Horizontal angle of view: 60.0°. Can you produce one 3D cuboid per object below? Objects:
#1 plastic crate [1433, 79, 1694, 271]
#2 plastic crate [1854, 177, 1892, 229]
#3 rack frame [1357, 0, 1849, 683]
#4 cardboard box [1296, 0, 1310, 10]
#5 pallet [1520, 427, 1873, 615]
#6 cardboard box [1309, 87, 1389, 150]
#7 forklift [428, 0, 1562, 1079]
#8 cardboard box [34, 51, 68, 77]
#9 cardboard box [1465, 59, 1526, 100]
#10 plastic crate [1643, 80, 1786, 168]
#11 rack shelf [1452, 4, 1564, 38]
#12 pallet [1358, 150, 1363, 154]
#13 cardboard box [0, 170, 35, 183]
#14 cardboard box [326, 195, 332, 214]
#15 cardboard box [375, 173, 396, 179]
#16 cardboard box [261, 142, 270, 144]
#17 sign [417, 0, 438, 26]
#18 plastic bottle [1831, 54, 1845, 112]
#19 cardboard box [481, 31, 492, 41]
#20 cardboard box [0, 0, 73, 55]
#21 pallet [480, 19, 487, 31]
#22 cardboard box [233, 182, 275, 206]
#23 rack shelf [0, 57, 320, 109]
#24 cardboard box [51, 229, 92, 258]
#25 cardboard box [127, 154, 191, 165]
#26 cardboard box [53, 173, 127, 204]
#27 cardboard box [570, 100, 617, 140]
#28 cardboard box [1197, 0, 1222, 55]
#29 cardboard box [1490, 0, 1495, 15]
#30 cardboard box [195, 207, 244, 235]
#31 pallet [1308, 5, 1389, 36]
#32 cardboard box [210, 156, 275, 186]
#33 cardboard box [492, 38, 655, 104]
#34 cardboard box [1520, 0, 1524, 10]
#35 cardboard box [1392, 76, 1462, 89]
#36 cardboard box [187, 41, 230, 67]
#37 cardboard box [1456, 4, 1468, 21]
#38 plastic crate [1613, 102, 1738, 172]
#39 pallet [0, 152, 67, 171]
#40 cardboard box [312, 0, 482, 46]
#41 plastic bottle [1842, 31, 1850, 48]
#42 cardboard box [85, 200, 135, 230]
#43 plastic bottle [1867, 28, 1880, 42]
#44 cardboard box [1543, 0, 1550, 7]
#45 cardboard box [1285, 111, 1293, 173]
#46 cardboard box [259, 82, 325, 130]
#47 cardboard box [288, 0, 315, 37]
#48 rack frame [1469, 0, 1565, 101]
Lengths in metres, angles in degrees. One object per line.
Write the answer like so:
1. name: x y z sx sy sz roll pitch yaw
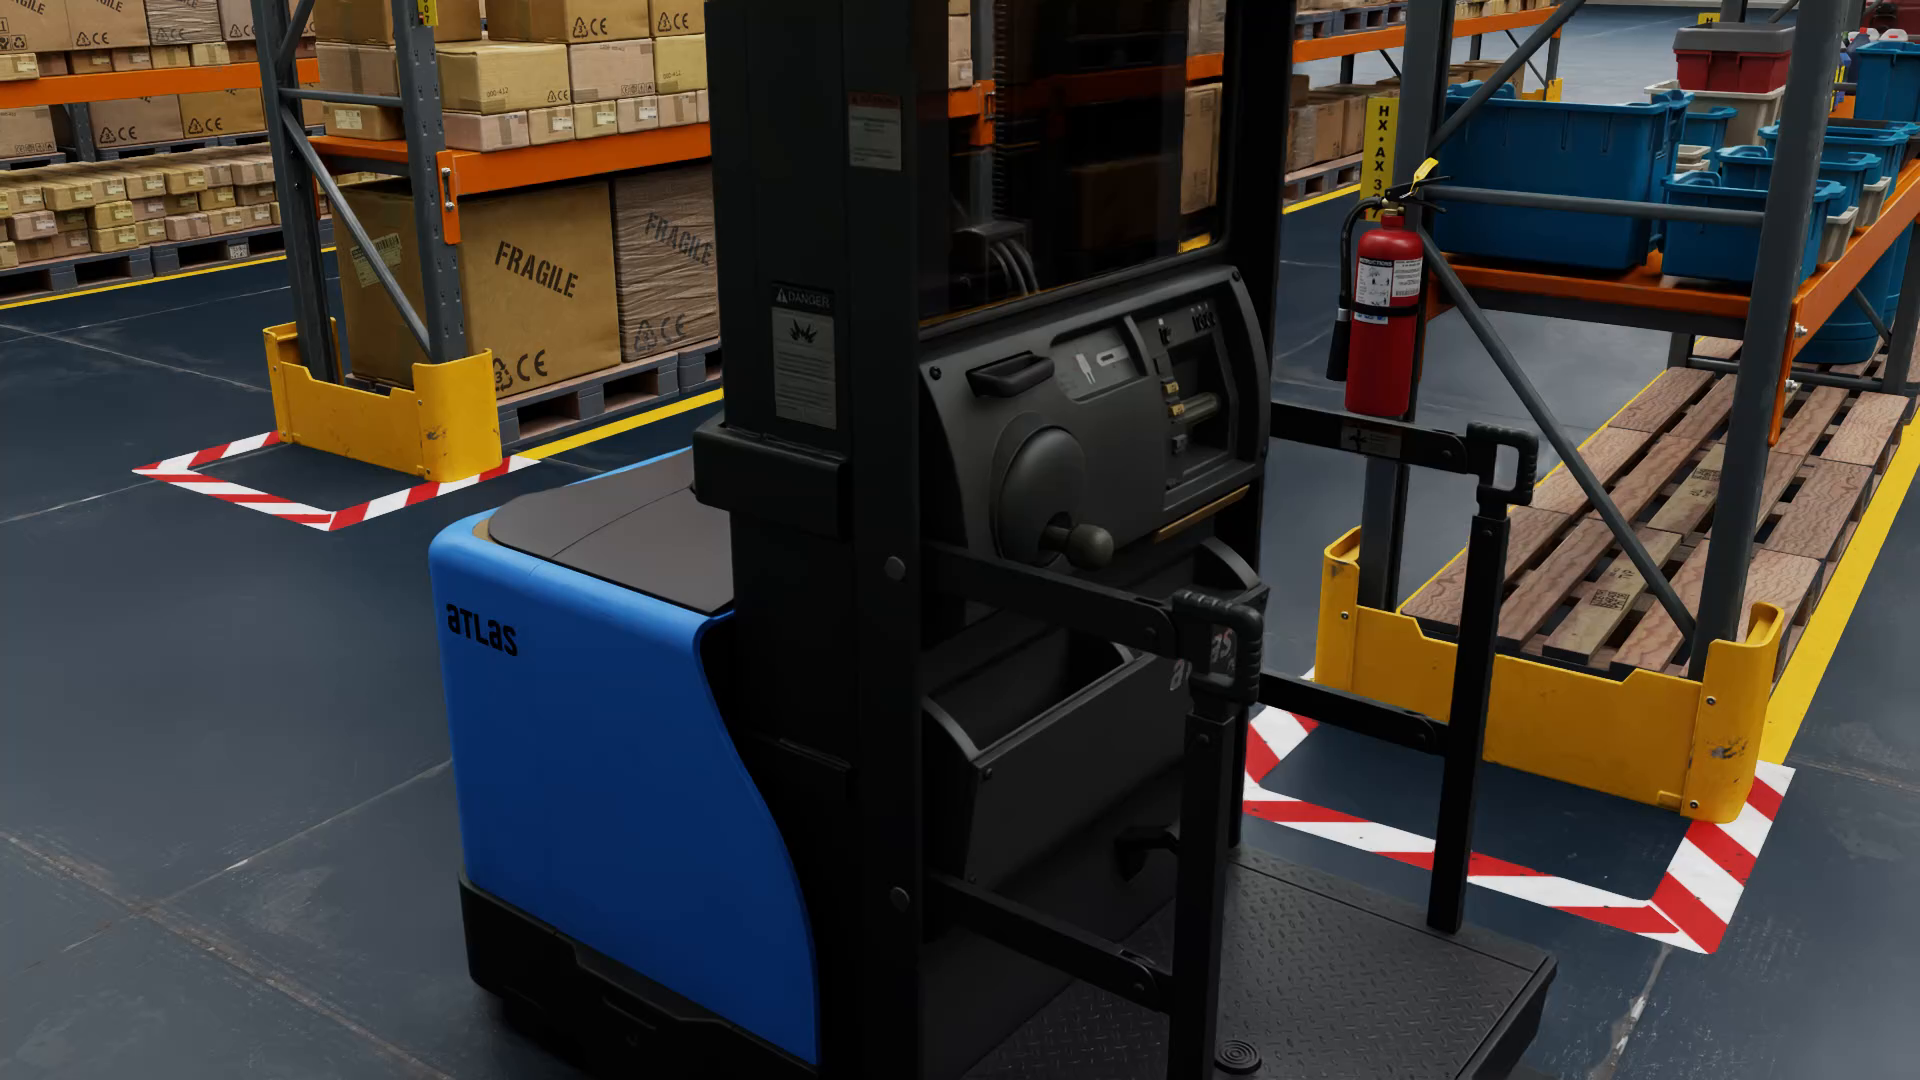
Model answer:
1. plastic crate: 1.626 -1.016 4.550 0.616 0.435 0.499 13 24 32
2. plastic crate: 2.634 -1.020 4.993 0.250 0.136 0.298 13 24 32
3. rack frame: 1.592 -0.839 4.208 1.000 3.000 0.127 13 24 32
4. cardboard box: 2.495 -4.686 13.861 0.700 0.500 0.500 18 27 40
5. pallet: 2.775 -0.108 6.254 1.003 0.211 1.213 13 24 32
6. cardboard box: 3.595 -3.976 15.660 0.700 0.500 0.500 13 24 31
7. forklift: 0.421 -0.211 2.610 3.031 2.935 1.130 15 25 35
8. cardboard box: -5.759 -2.961 10.308 0.380 0.149 0.250 15 25 34
9. cardboard box: 6.126 -5.244 19.116 0.500 0.500 0.500 19 28 42
10. plastic crate: 2.830 -1.557 6.234 0.437 0.282 0.530 13 24 32
11. rack shelf: 5.366 -5.484 17.804 1.077 0.370 4.000 13 24 32
12. pallet: 3.805 -3.716 16.007 1.003 0.211 1.213 13 24 32
13. cardboard box: -6.232 -2.301 10.808 0.380 0.149 0.250 13 24 31
14. cardboard box: -4.550 -2.483 12.157 0.380 0.149 0.250 12 24 30
15. cardboard box: -4.357 -2.715 12.358 0.380 0.149 0.250 12 23 29
16. cardboard box: -4.971 -2.879 12.372 0.380 0.149 0.250 13 24 31
17. sign: -2.048 -2.138 6.358 0.100 0.325 0.005 13 24 32
18. plastic bottle: 4.310 -2.316 8.272 0.144 0.351 0.185 13 24 32
19. cardboard box: -2.165 -2.210 7.703 0.500 0.250 0.500 13 24 31
20. cardboard box: -5.788 -3.221 10.075 0.500 0.500 0.500 13 24 32
21. pallet: -3.751 -4.049 13.165 1.003 0.211 1.213 13 24 32
22. cardboard box: -5.009 -2.432 11.592 0.380 0.149 0.250 12 23 29
23. rack shelf: -5.425 -3.037 11.189 1.077 0.370 4.000 13 24 32
24. cardboard box: -5.777 -1.912 10.615 0.380 0.149 0.250 14 24 32
25. cardboard box: -5.565 -2.586 11.578 0.380 0.149 0.250 13 24 32
26. cardboard box: -5.600 -2.261 10.700 0.380 0.149 0.250 12 23 29
27. cardboard box: -1.745 -1.872 7.363 0.380 0.149 0.250 13 24 31
28. cardboard box: 1.636 -3.815 12.111 0.500 0.500 0.500 13 24 31
29. cardboard box: 5.294 -5.496 17.162 0.380 0.149 0.250 13 24 32
30. cardboard box: -5.131 -2.195 11.379 0.380 0.149 0.250 13 24 32
31. pallet: 3.072 -4.586 14.615 1.003 0.211 1.213 13 24 32
32. cardboard box: -4.958 -2.546 11.471 0.380 0.149 0.250 12 24 30
33. cardboard box: -1.724 -2.109 7.431 0.500 0.250 0.500 13 24 31
34. cardboard box: 5.934 -5.870 18.172 0.380 0.149 0.250 13 24 32
35. cardboard box: 4.815 -4.545 17.226 0.500 0.500 0.500 -15 25 -35
36. cardboard box: -5.087 -3.240 11.064 0.380 0.149 0.250 14 24 33
37. cardboard box: 4.763 -5.202 16.367 0.380 0.149 0.250 13 24 32
38. plastic crate: 2.535 -1.427 5.955 0.416 0.233 0.300 13 24 32
39. pallet: -8.943 -3.374 15.082 1.003 0.211 1.213 13 24 32
40. cardboard box: -2.447 -2.416 7.180 0.500 0.500 0.500 14 24 32
41. plastic bottle: 5.206 -2.856 9.830 0.061 0.283 0.133 13 24 32
42. cardboard box: -5.543 -2.108 10.715 0.380 0.149 0.250 14 25 33
43. plastic bottle: 5.579 -3.015 10.270 0.152 0.276 0.135 13 24 32
44. cardboard box: 6.501 -6.155 18.944 0.380 0.149 0.250 13 24 32
45. cardboard box: 2.353 -3.330 13.913 0.700 0.500 0.500 12 23 29
46. cardboard box: -7.165 -4.796 17.364 0.875 0.875 0.875 14 24 32
47. cardboard box: -4.632 -3.792 11.621 0.500 0.500 0.500 13 24 30
48. rack frame: 6.490 -6.395 19.230 1.000 3.000 0.127 13 24 32
